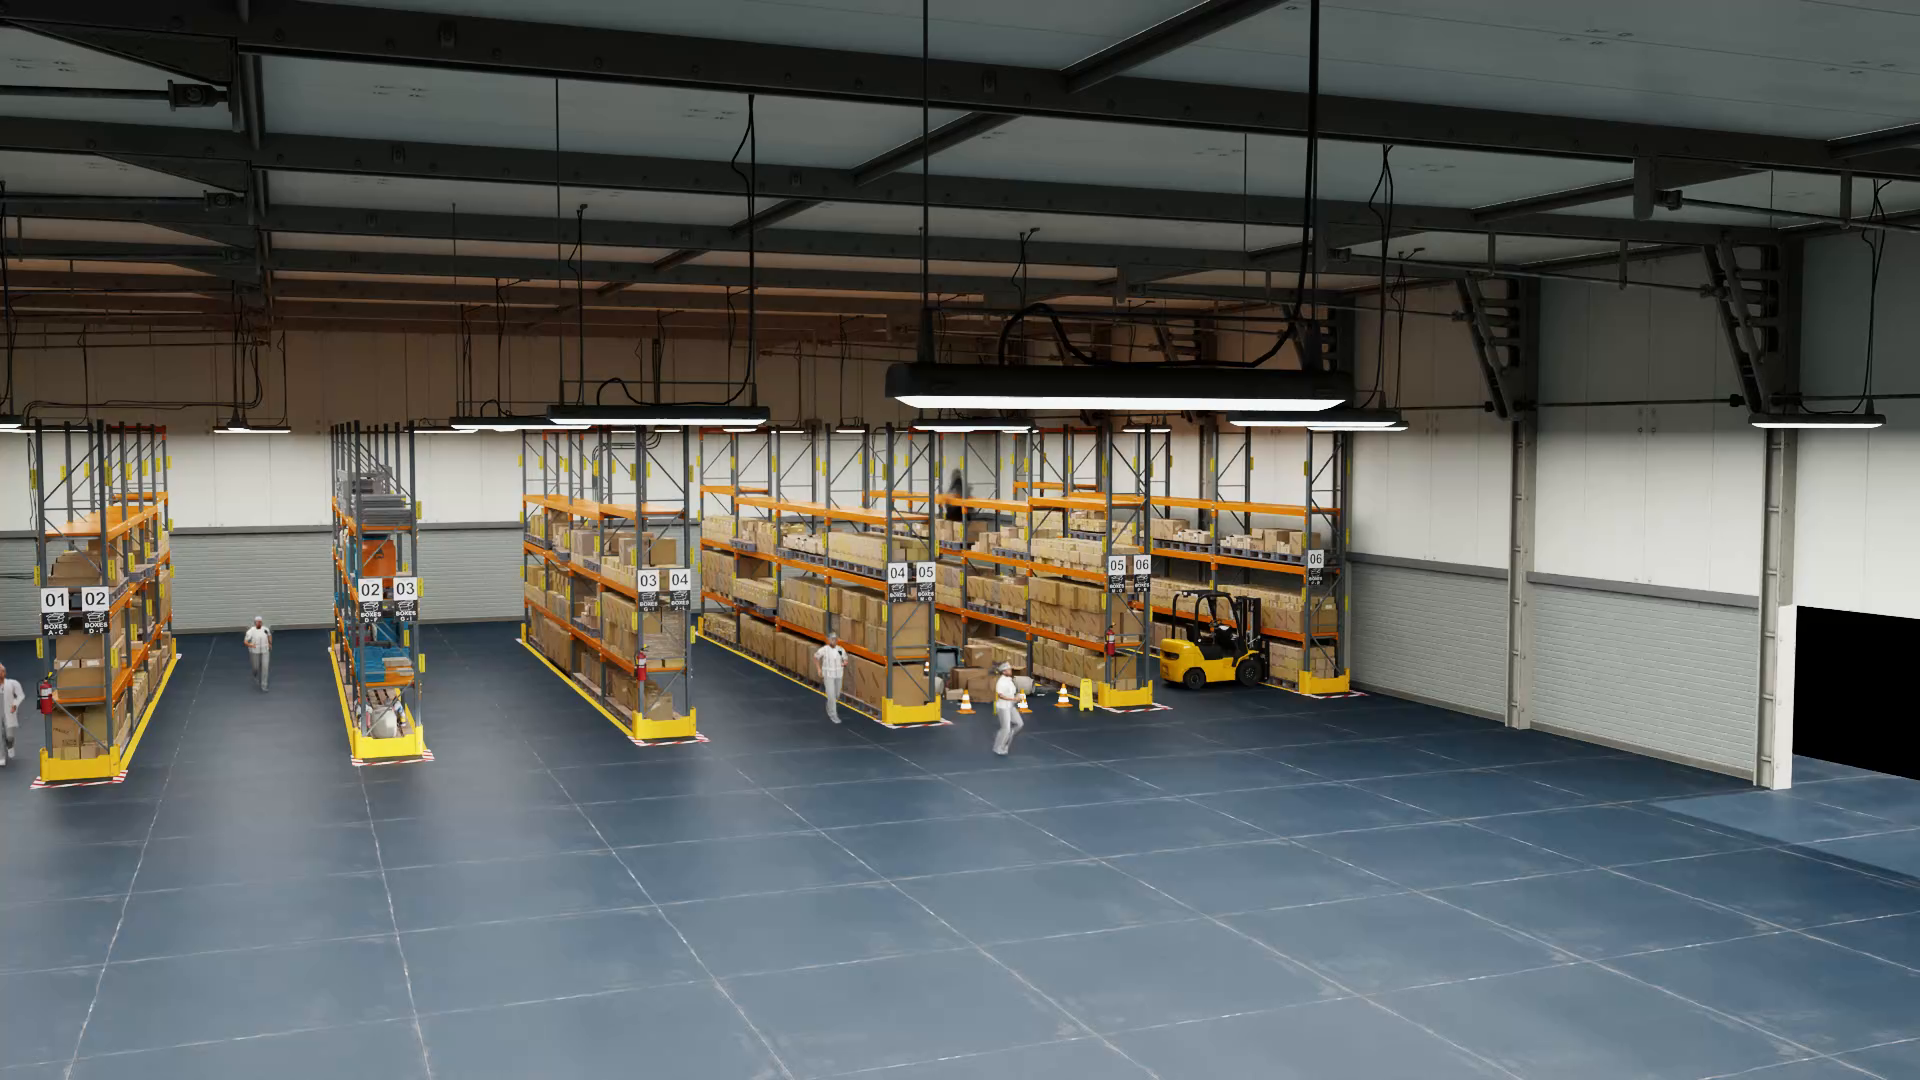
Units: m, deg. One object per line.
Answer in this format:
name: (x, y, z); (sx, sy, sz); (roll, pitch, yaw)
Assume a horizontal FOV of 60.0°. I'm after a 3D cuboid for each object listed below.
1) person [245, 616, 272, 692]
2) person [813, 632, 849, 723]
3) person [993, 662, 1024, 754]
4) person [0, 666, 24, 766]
person: (-15.819, 2.553, 37.543); (0.610, 1.668, 0.896); (-2, 4, -31)
person: (-2.554, 2.727, 33.386); (0.676, 1.768, 0.943); (-2, 4, -26)
person: (0.861, 3.012, 29.870); (0.576, 1.667, 0.630); (1, 4, 22)
person: (-16.693, 3.045, 28.957); (0.708, 1.724, 0.670); (-2, 4, -27)
